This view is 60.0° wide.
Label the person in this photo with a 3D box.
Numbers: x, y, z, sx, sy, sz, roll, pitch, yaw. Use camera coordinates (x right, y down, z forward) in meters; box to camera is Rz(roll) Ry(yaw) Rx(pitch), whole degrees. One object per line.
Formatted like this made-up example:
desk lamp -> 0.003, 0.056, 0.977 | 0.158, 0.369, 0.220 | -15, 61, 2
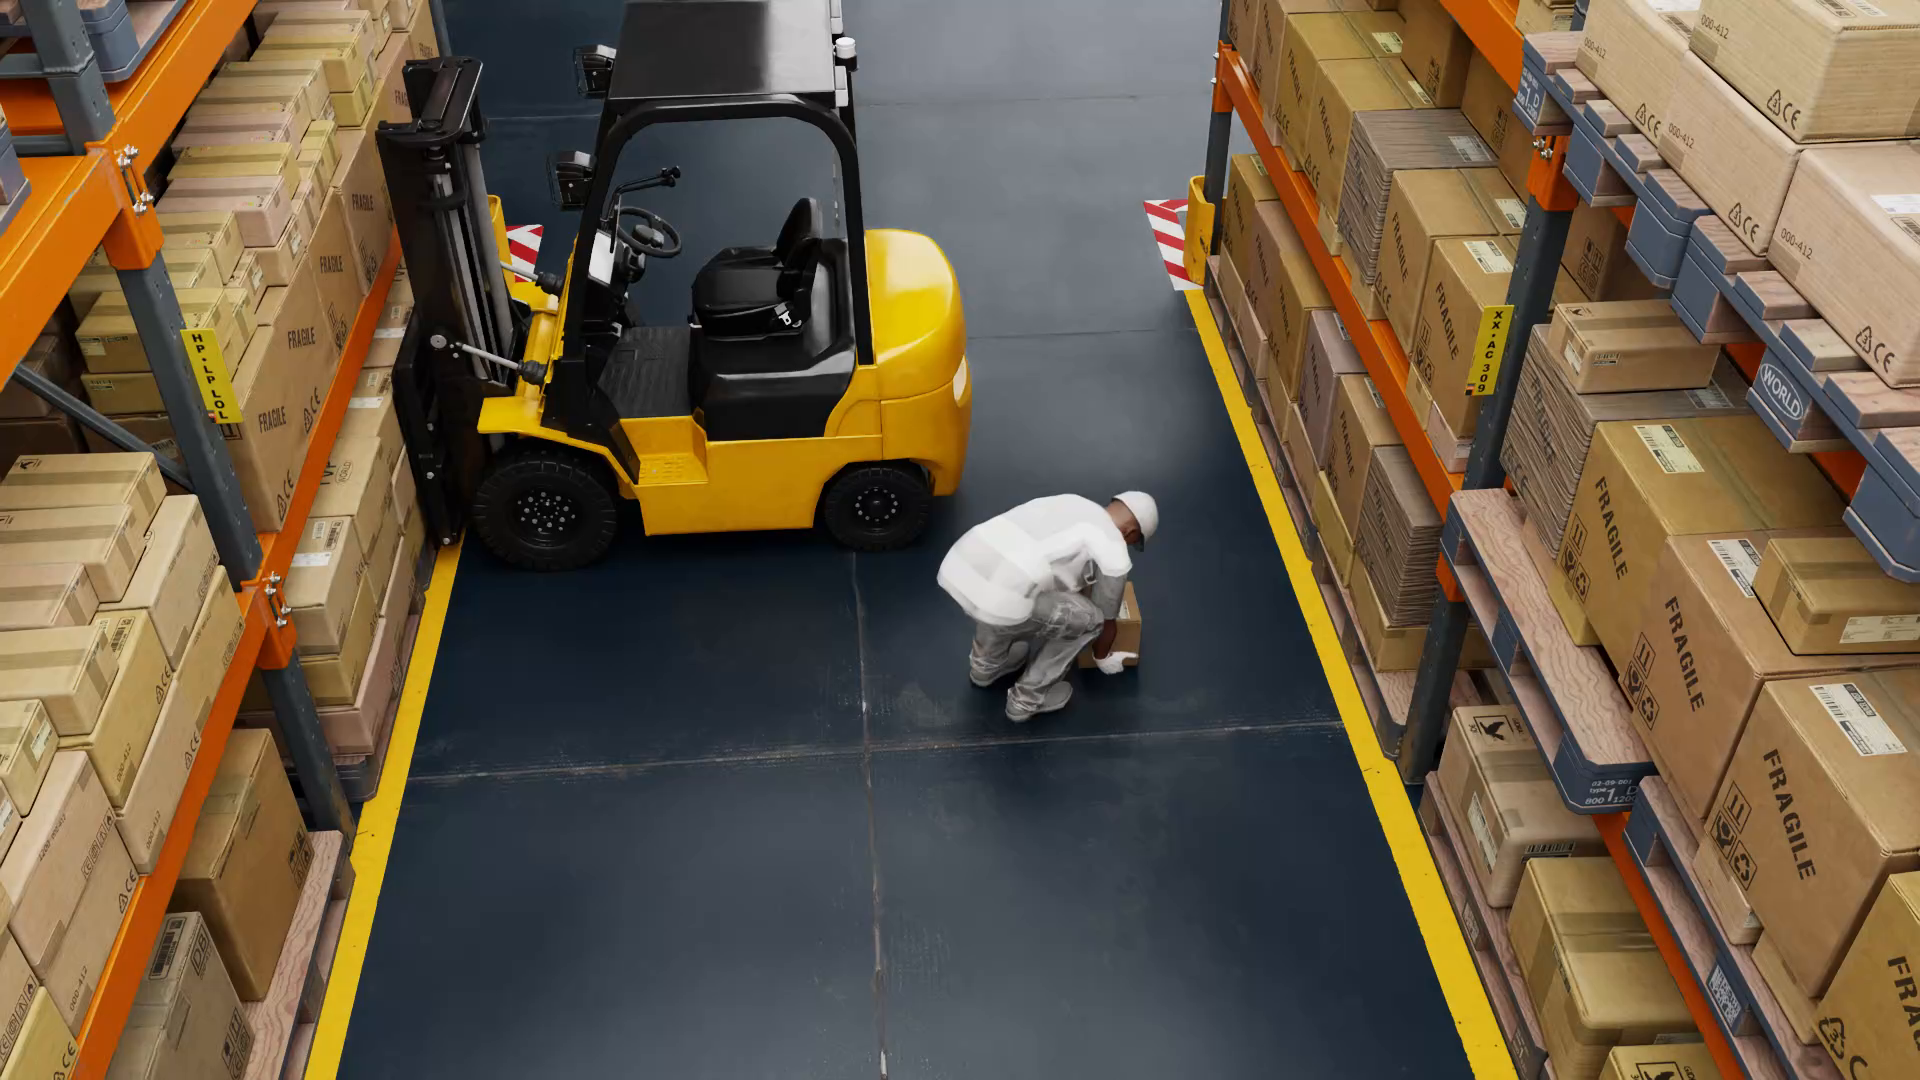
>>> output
person -> 0.375, 0.213, 6.621 | 0.992, 0.885, 0.528 | -25, 45, -27
